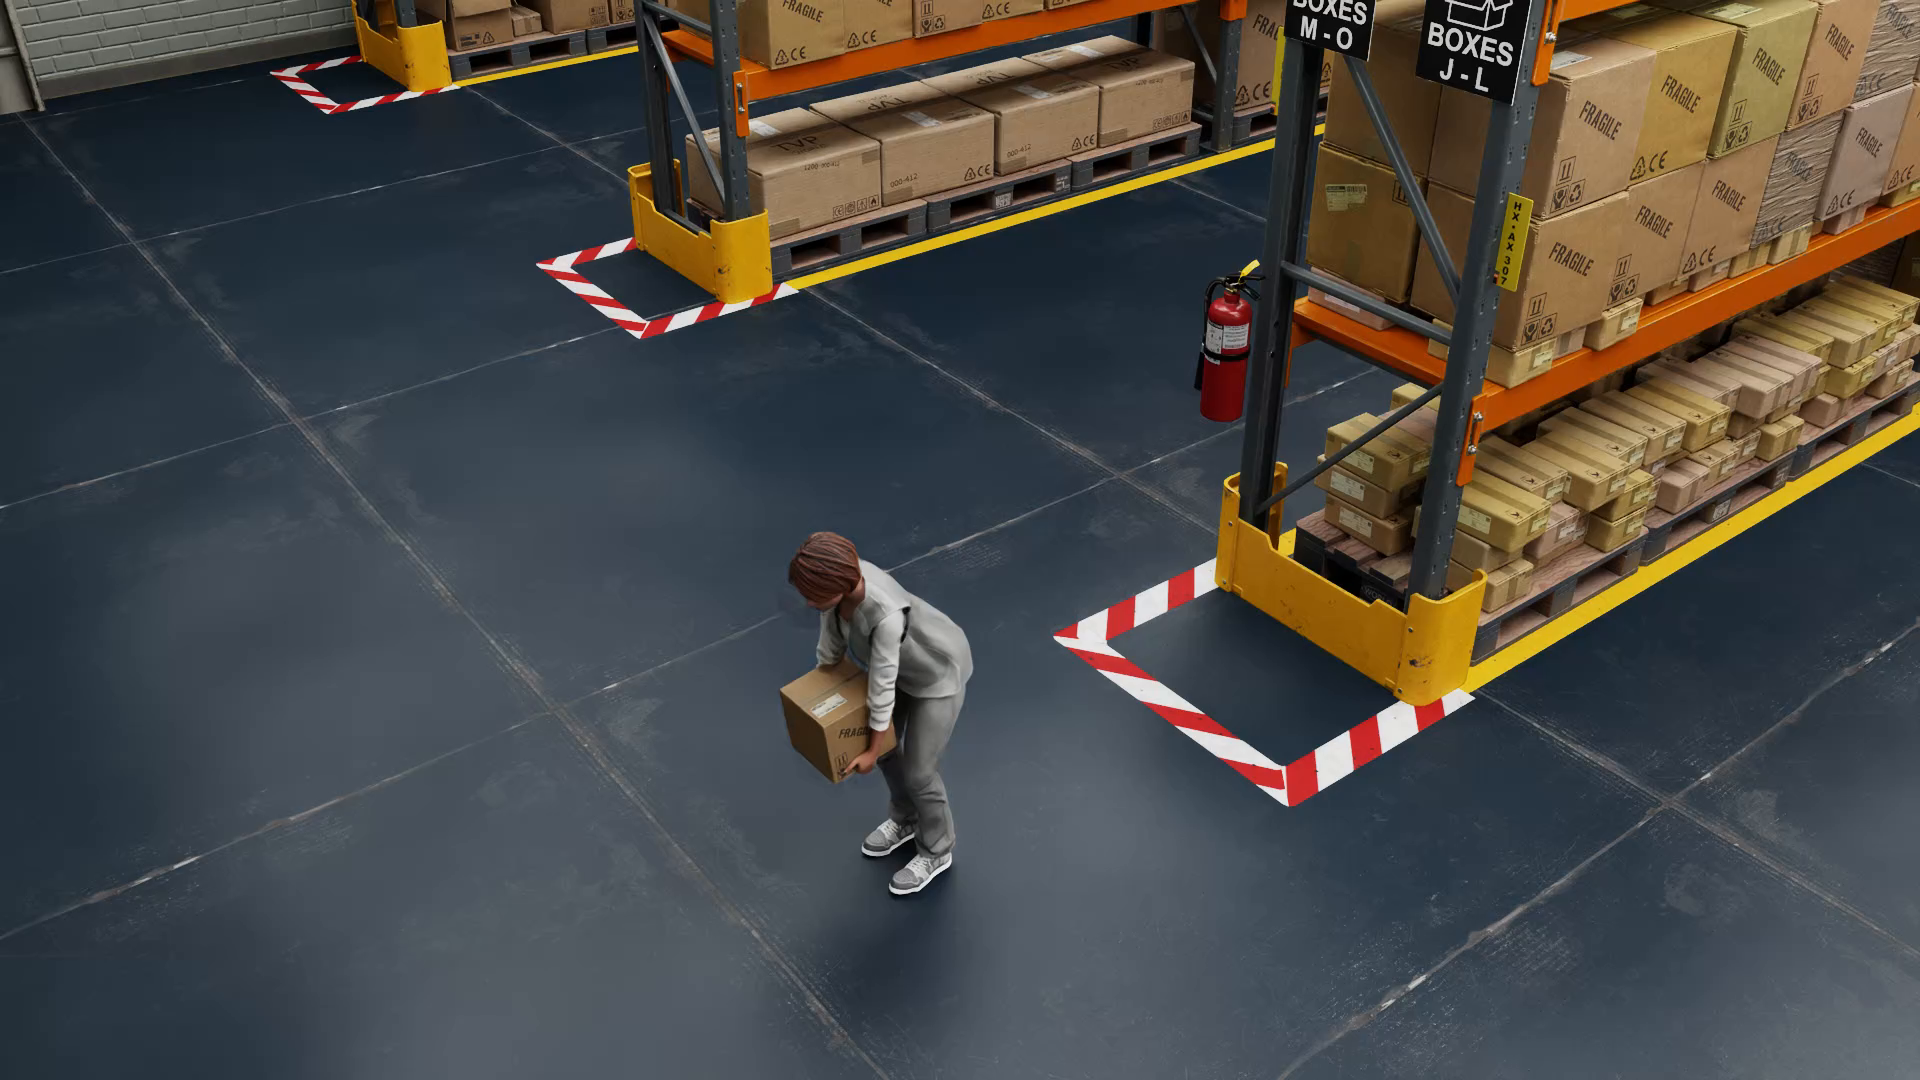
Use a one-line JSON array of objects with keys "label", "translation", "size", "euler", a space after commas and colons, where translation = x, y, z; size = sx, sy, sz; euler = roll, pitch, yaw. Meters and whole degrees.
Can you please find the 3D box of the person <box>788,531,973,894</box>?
[{"label": "person", "translation": [-0.253, 0.547, 5.427], "size": [0.636, 1.458, 0.376], "euler": [-23, 39, -32]}]
